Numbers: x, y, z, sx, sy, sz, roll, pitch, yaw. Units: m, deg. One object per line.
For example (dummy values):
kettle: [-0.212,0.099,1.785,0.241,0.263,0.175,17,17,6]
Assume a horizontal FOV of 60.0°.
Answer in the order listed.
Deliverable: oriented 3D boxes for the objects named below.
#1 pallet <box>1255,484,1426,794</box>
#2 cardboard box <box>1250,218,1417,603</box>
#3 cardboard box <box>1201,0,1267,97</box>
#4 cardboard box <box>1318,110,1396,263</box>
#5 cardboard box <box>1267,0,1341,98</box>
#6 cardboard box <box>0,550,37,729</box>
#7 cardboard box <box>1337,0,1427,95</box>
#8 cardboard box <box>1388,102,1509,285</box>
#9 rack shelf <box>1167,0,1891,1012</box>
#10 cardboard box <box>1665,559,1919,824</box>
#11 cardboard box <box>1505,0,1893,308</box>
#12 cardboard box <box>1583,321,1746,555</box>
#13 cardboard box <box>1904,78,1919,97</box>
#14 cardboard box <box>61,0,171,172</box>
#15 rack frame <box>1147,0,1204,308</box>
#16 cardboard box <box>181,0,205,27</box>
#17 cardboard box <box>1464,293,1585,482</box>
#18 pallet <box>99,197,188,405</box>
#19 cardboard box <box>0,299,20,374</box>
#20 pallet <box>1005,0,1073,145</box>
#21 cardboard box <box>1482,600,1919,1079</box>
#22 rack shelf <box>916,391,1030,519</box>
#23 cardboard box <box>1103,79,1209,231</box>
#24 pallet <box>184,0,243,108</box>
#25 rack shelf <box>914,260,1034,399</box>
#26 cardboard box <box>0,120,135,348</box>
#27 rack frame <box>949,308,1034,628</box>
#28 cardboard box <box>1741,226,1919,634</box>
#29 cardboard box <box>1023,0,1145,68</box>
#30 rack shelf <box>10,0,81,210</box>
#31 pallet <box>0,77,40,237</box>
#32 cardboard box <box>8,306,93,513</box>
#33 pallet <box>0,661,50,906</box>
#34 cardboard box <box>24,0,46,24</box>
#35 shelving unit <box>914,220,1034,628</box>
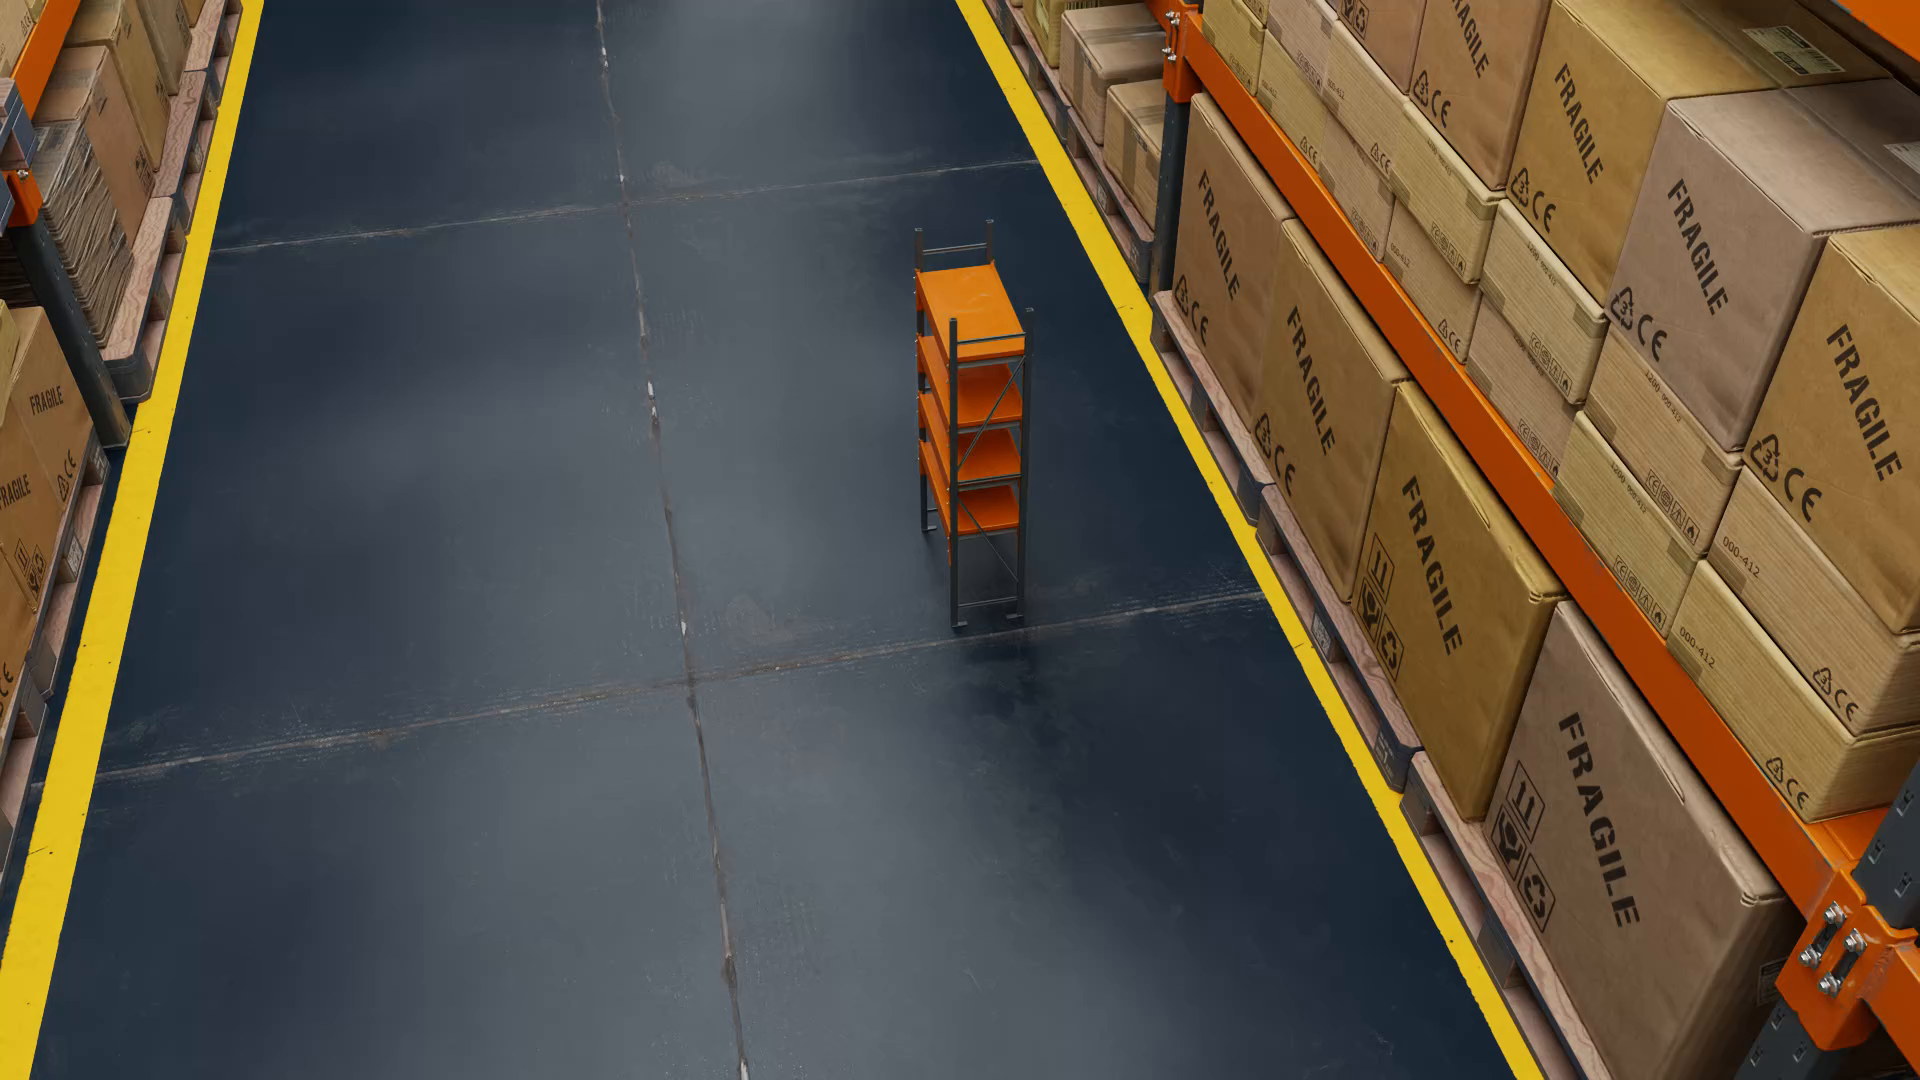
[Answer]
pallet: [1.632,0.213,5.351,1.003,0.211,1.213,-8,42,-9]
cardboard box: [1.532,-0.465,5.299,0.875,0.875,0.875,-8,42,-9]
cardboard box: [1.135,-1.732,5.554,0.500,0.250,0.500,-9,42,-10]
cardboard box: [1.371,-1.060,4.798,0.500,0.250,0.500,-7,42,-8]
cardboard box: [1.254,-1.573,4.999,0.500,0.250,0.500,-7,42,-8]
cardboard box: [-3.056,0.258,4.766,0.500,0.500,0.500,-7,42,-7]
cardboard box: [1.356,-1.540,4.397,0.500,0.500,0.500,-7,42,-8]
cardboard box: [1.446,-0.917,4.260,0.500,0.250,0.500,-8,42,-9]
rack shelf: [1.707,-0.576,4.681,1.077,0.370,4.000,-8,42,-9]
cardboard box: [1.796,0.253,3.318,0.500,0.250,0.500,-9,42,-10]
cardboard box: [1.588,-0.879,3.652,0.500,0.500,0.500,-7,42,-8]
cardboard box: [1.691,-0.253,3.512,0.500,0.250,0.500,-7,42,-8]
cardboard box: [2.188,-0.612,3.351,0.500,0.500,0.500,-9,42,-10]
cardboard box: [-3.986,-1.961,7.172,0.875,0.625,0.625,-10,43,-11]
rack frame: [1.275,-2.141,5.902,1.000,3.000,0.127,-8,42,-9]
cardboard box: [-4.310,-2.953,8.289,0.875,0.625,0.625,-7,42,-7]
cardboard box: [1.597,-0.407,4.062,0.500,0.250,0.500,-9,42,-10]
pallet: [-3.710,-0.924,6.632,1.003,0.211,1.213,-8,42,-9]
cardboard box: [-3.216,-0.608,5.254,0.380,0.149,0.250,-10,43,-11]
pallet: [0.848,-2.394,8.288,1.003,0.211,1.213,-8,42,-9]
cardboard box: [1.927,0.699,3.987,0.875,0.875,0.875,-7,42,-8]
rack shelf: [0.036,-0.291,5.275,0.258,0.148,0.480,-8,42,-9]
cardboard box: [1.163,-1.683,7.050,0.950,0.372,0.625,-11,43,-12]
pallet: [-4.237,-2.505,8.413,1.003,0.211,1.213,-8,42,-9]
rack shelf: [0.036,-0.635,4.970,0.258,0.148,0.480,-8,42,-9]
cardboard box: [-3.692,-1.103,6.205,0.875,0.625,0.625,-7,42,-8]
rack frame: [0.088,-0.183,5.053,0.240,1.200,0.015,-8,42,-9]
cardboard box: [1.797,-0.213,2.902,0.500,0.500,0.500,-7,42,-8]
cardboard box: [0.838,-2.653,8.142,0.950,0.372,0.625,-7,42,-8]
rack shelf: [-4.002,-2.455,6.798,1.077,0.370,4.000,-8,42,-9]
pallet: [-3.356,-0.926,4.678,1.213,0.211,1.003,-8,42,-9]
cardboard box: [-3.269,-0.406,5.515,0.500,0.500,0.500,-7,42,-8]
pallet: [-3.186,0.894,4.584,1.003,0.211,1.213,-8,42,-9]
cardboard box: [-3.531,-2.021,5.880,0.500,0.250,0.500,-9,42,-10]
shelving unit: [0.036,-0.341,5.231,0.258,1.200,0.503,-8,42,-9]
